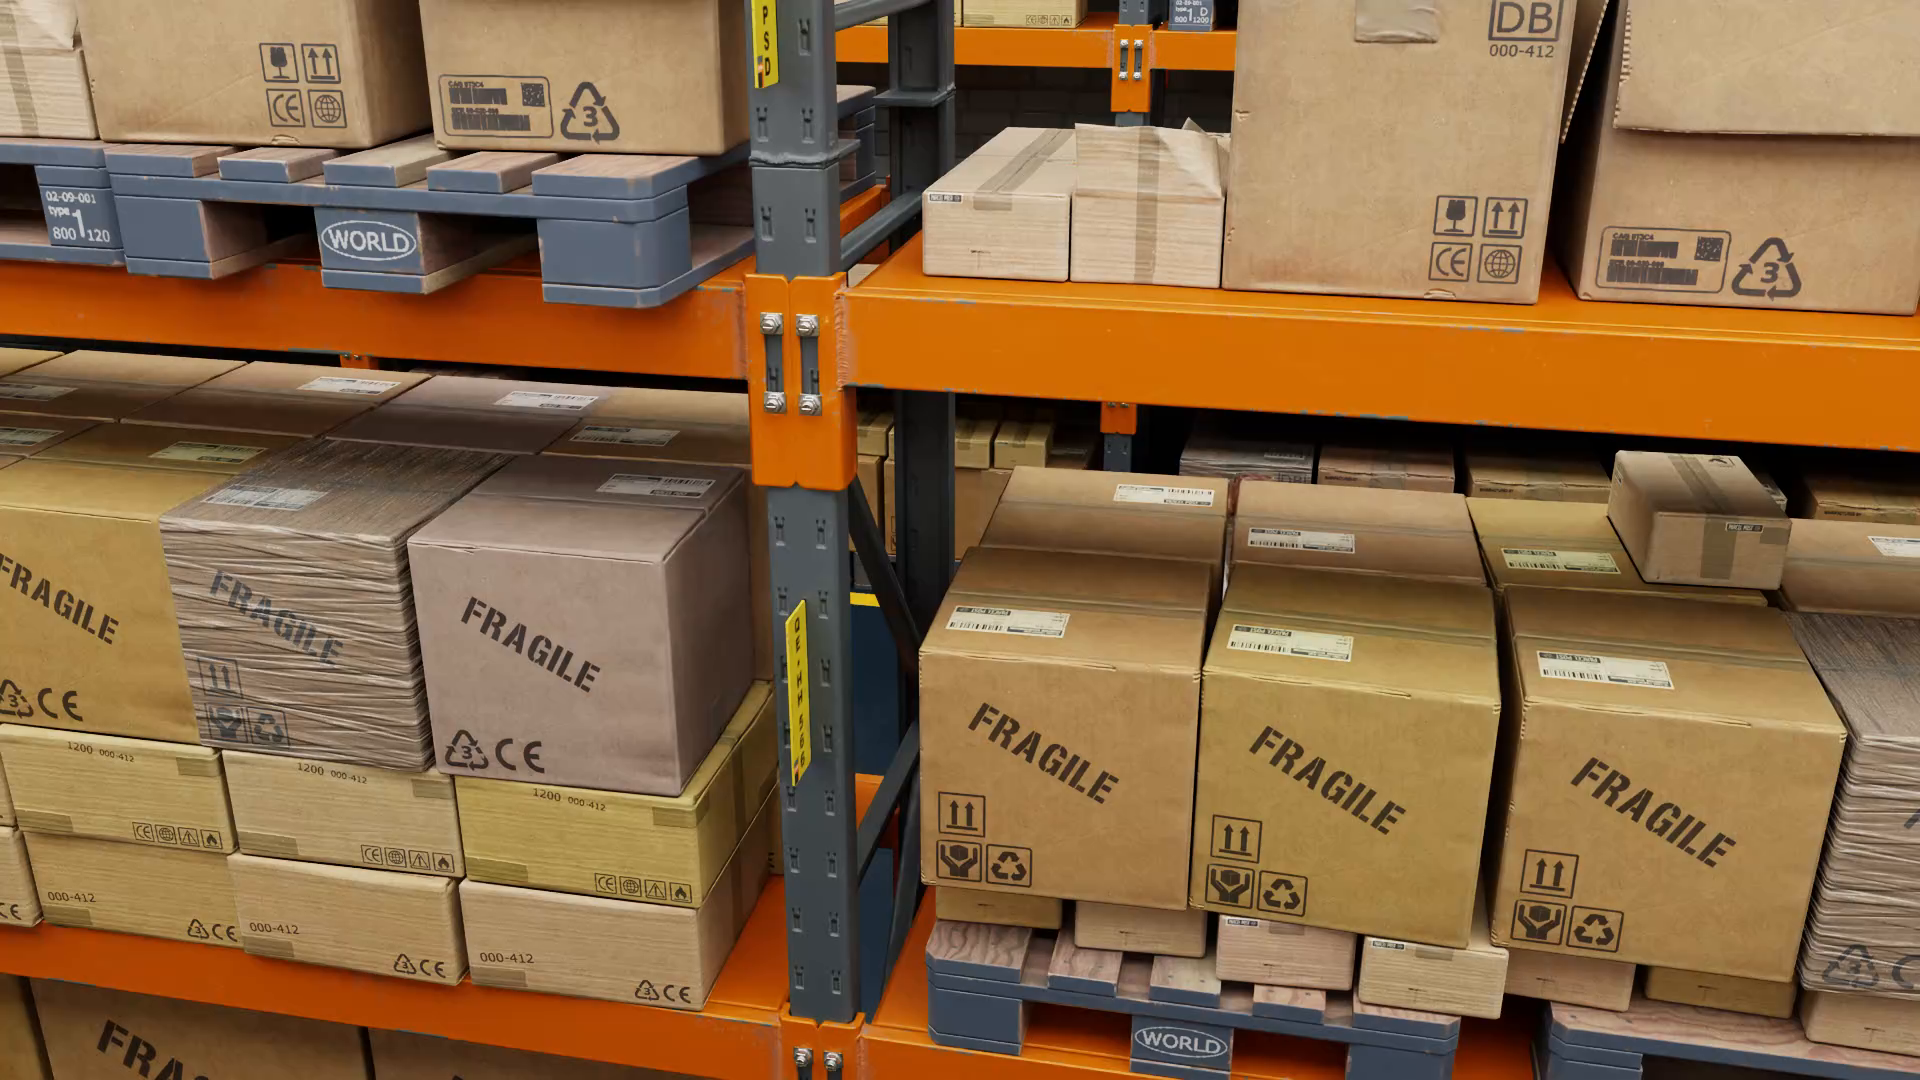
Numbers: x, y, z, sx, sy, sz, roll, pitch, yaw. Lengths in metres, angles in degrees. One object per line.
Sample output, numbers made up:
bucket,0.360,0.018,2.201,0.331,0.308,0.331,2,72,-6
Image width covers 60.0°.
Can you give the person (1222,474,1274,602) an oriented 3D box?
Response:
person,0.923,0.240,7.150,0.841,1.116,0.398,2,22,5
